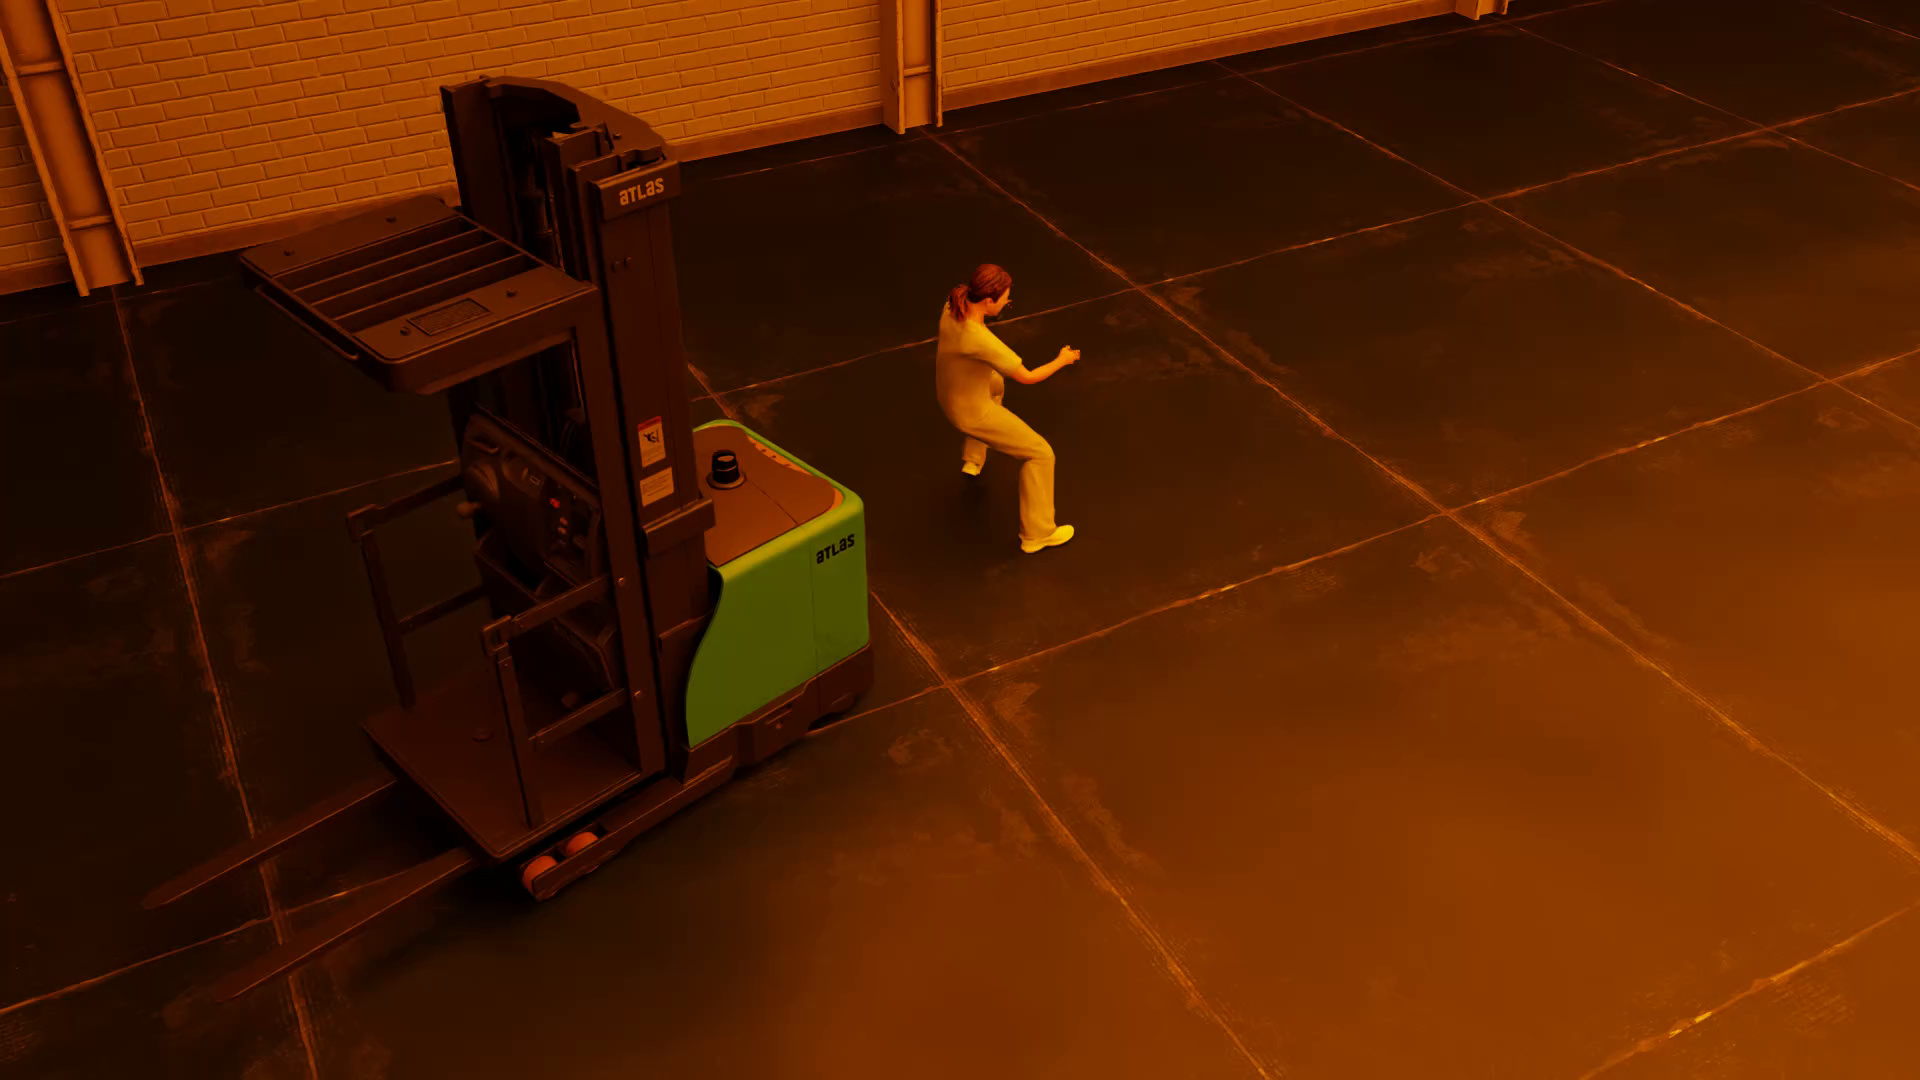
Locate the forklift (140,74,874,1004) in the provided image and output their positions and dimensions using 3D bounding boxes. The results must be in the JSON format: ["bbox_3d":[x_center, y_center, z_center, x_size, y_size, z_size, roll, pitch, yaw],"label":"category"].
[{"bbox_3d":[-1.802,-0.106,6.273,3.031,2.935,1.130,-29,45,-35],"label":"forklift"}]

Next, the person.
[{"bbox_3d":[0.229,-0.774,8.490,0.691,1.462,0.926,-14,37,-18],"label":"person"}]
